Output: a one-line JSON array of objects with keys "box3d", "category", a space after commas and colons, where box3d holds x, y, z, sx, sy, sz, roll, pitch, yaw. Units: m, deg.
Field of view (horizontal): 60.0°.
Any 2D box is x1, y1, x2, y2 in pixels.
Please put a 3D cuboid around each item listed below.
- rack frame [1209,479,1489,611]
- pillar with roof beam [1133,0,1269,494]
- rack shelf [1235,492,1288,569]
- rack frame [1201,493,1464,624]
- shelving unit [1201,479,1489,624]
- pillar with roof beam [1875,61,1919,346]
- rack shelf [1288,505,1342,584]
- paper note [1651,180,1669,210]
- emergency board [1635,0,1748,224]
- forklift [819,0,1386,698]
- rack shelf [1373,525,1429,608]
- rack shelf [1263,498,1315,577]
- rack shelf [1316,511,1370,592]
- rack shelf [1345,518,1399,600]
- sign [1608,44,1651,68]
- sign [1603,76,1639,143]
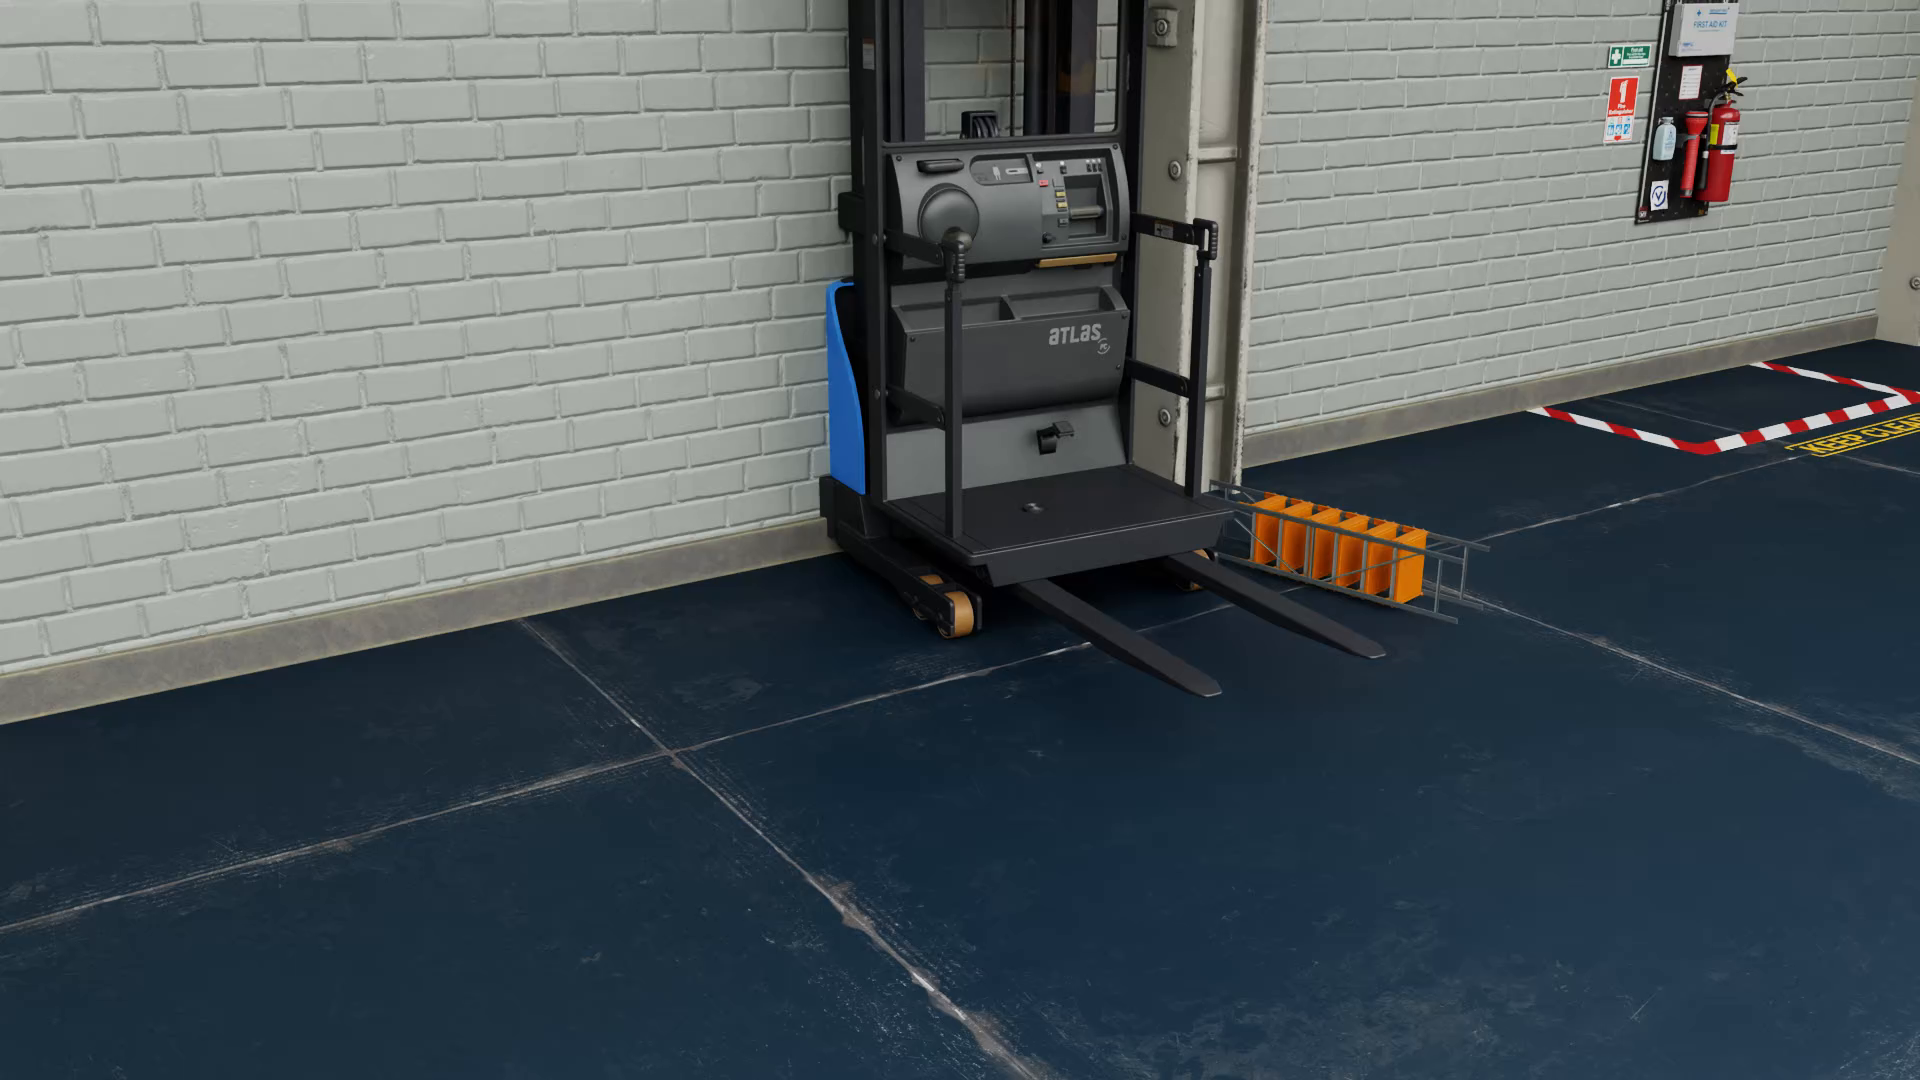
[{"box3d": [1.428, 0.004, 6.274, 1.200, 0.240, 0.006, 17, 25, 41], "category": "rack frame"}, {"box3d": [3.367, -3.330, 2.545, 0.400, 9.000, 9.100, -12, 22, -31], "category": "pillar with roof beam"}, {"box3d": [1.160, -0.039, 6.399, 0.103, 0.258, 0.180, 17, 25, 41], "category": "rack shelf"}, {"box3d": [1.301, 0.046, 6.150, 1.200, 0.240, 0.006, 17, 25, 41], "category": "rack frame"}, {"box3d": [1.364, 0.025, 6.212, 1.200, 0.258, 0.189, 17, 25, 41], "category": "shelving unit"}, {"box3d": [8.379, -4.387, 5.671, 0.400, 9.000, 9.100, -12, 22, -31], "category": "pillar with roof beam"}, {"box3d": [1.332, 0.015, 6.241, 0.103, 0.258, 0.180, 17, 25, 41], "category": "rack shelf"}, {"box3d": [3.740, -1.842, 8.884, 0.142, 0.148, 0.016, -12, 22, -31], "category": "paper note"}, {"box3d": [3.926, -2.272, 8.781, 0.643, 1.169, 0.194, -12, 22, -31], "category": "emergency board"}, {"box3d": [0.292, -1.211, 5.749, 1.130, 2.935, 3.031, -10, 21, -26], "category": "forklift"}, {"box3d": [1.591, 0.095, 6.004, 0.103, 0.258, 0.180, 17, 25, 41], "category": "rack shelf"}, {"box3d": [1.246, -0.012, 6.320, 0.103, 0.258, 0.180, 17, 25, 41], "category": "rack shelf"}, {"box3d": [1.418, 0.042, 6.162, 0.103, 0.258, 0.180, 17, 25, 41], "category": "rack shelf"}, {"box3d": [1.505, 0.069, 6.083, 0.103, 0.258, 0.180, 17, 25, 41], "category": "rack shelf"}, {"box3d": [3.416, -2.468, 8.479, 0.331, 0.109, 0.001, -12, 22, -31], "category": "sign"}, {"box3d": [3.407, -2.219, 8.568, 0.234, 0.329, 0.001, -12, 22, -31], "category": "sign"}]
